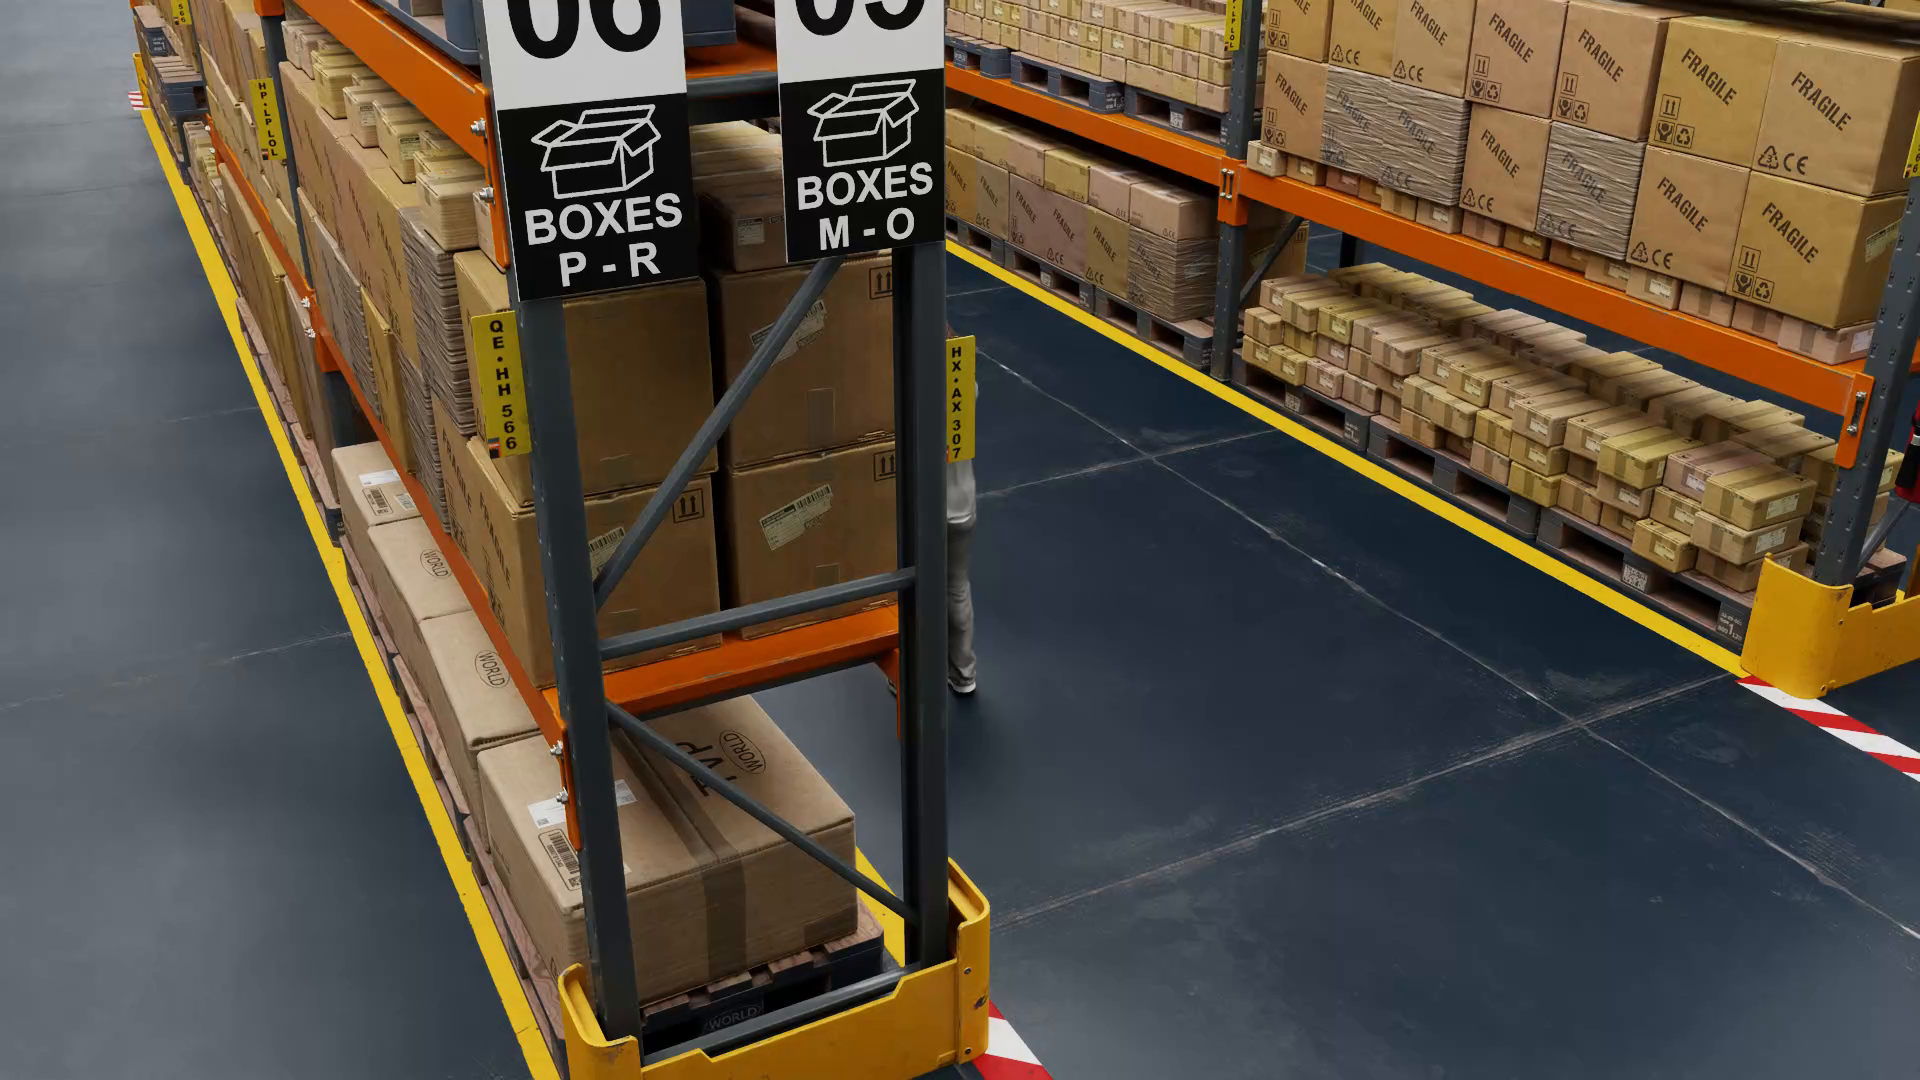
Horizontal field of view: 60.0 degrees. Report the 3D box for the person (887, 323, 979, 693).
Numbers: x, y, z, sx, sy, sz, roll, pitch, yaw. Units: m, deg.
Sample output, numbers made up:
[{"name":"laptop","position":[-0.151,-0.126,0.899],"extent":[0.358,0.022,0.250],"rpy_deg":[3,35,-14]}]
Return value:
[{"name":"person","position":[-0.151,-0.135,6.415],"extent":[0.412,1.580,0.486],"rpy_deg":[-12,28,-23]}]
